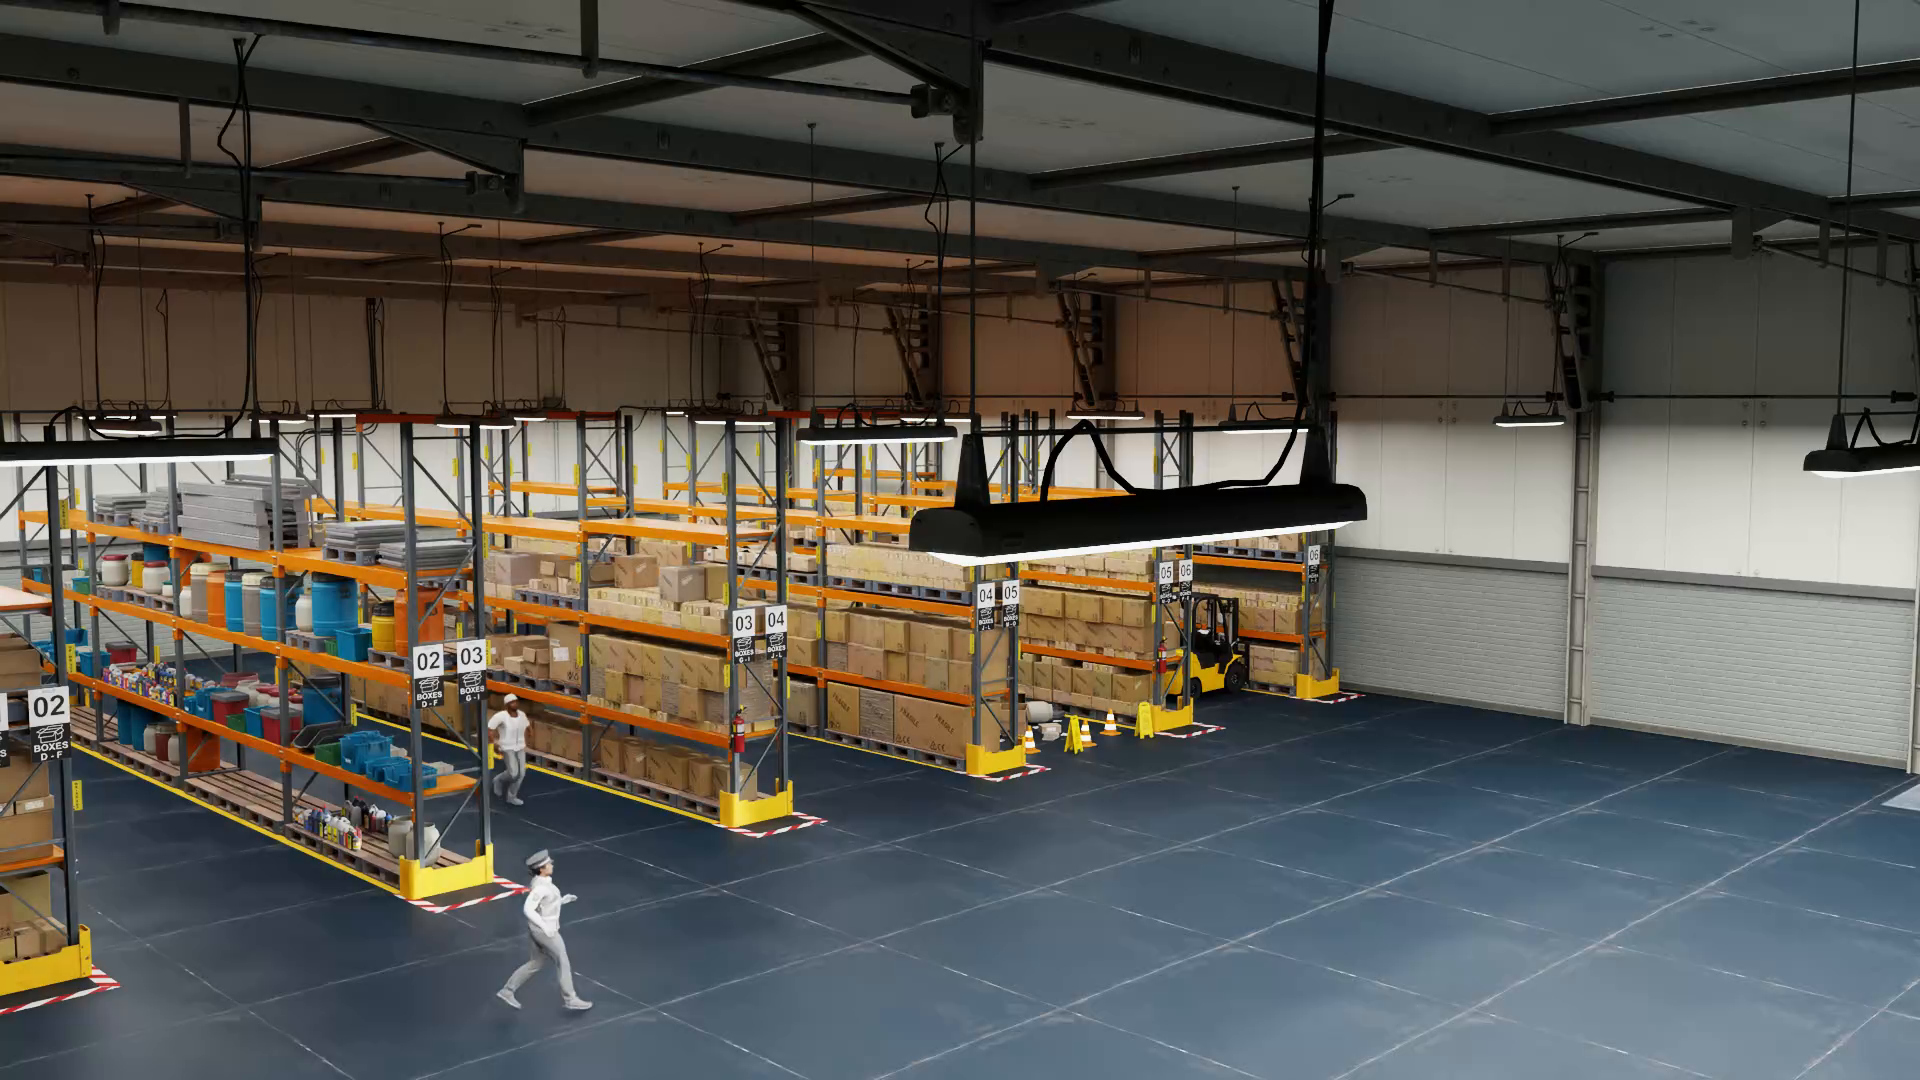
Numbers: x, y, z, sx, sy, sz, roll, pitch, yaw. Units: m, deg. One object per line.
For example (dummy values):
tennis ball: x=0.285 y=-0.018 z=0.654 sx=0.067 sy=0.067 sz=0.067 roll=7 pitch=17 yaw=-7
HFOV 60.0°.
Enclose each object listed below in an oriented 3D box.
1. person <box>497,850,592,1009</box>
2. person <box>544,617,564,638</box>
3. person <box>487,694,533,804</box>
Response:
person: x=-4.246 y=3.990 z=16.955 sx=0.939 sy=1.683 sz=0.609 roll=-2 pitch=5 yaw=-24
person: x=-8.485 y=2.413 z=34.996 sx=1.053 sy=1.819 sz=0.743 roll=4 pitch=6 yaw=40
person: x=-6.940 y=3.237 z=25.768 sx=0.594 sy=1.726 sz=0.730 roll=4 pitch=7 yaw=41
